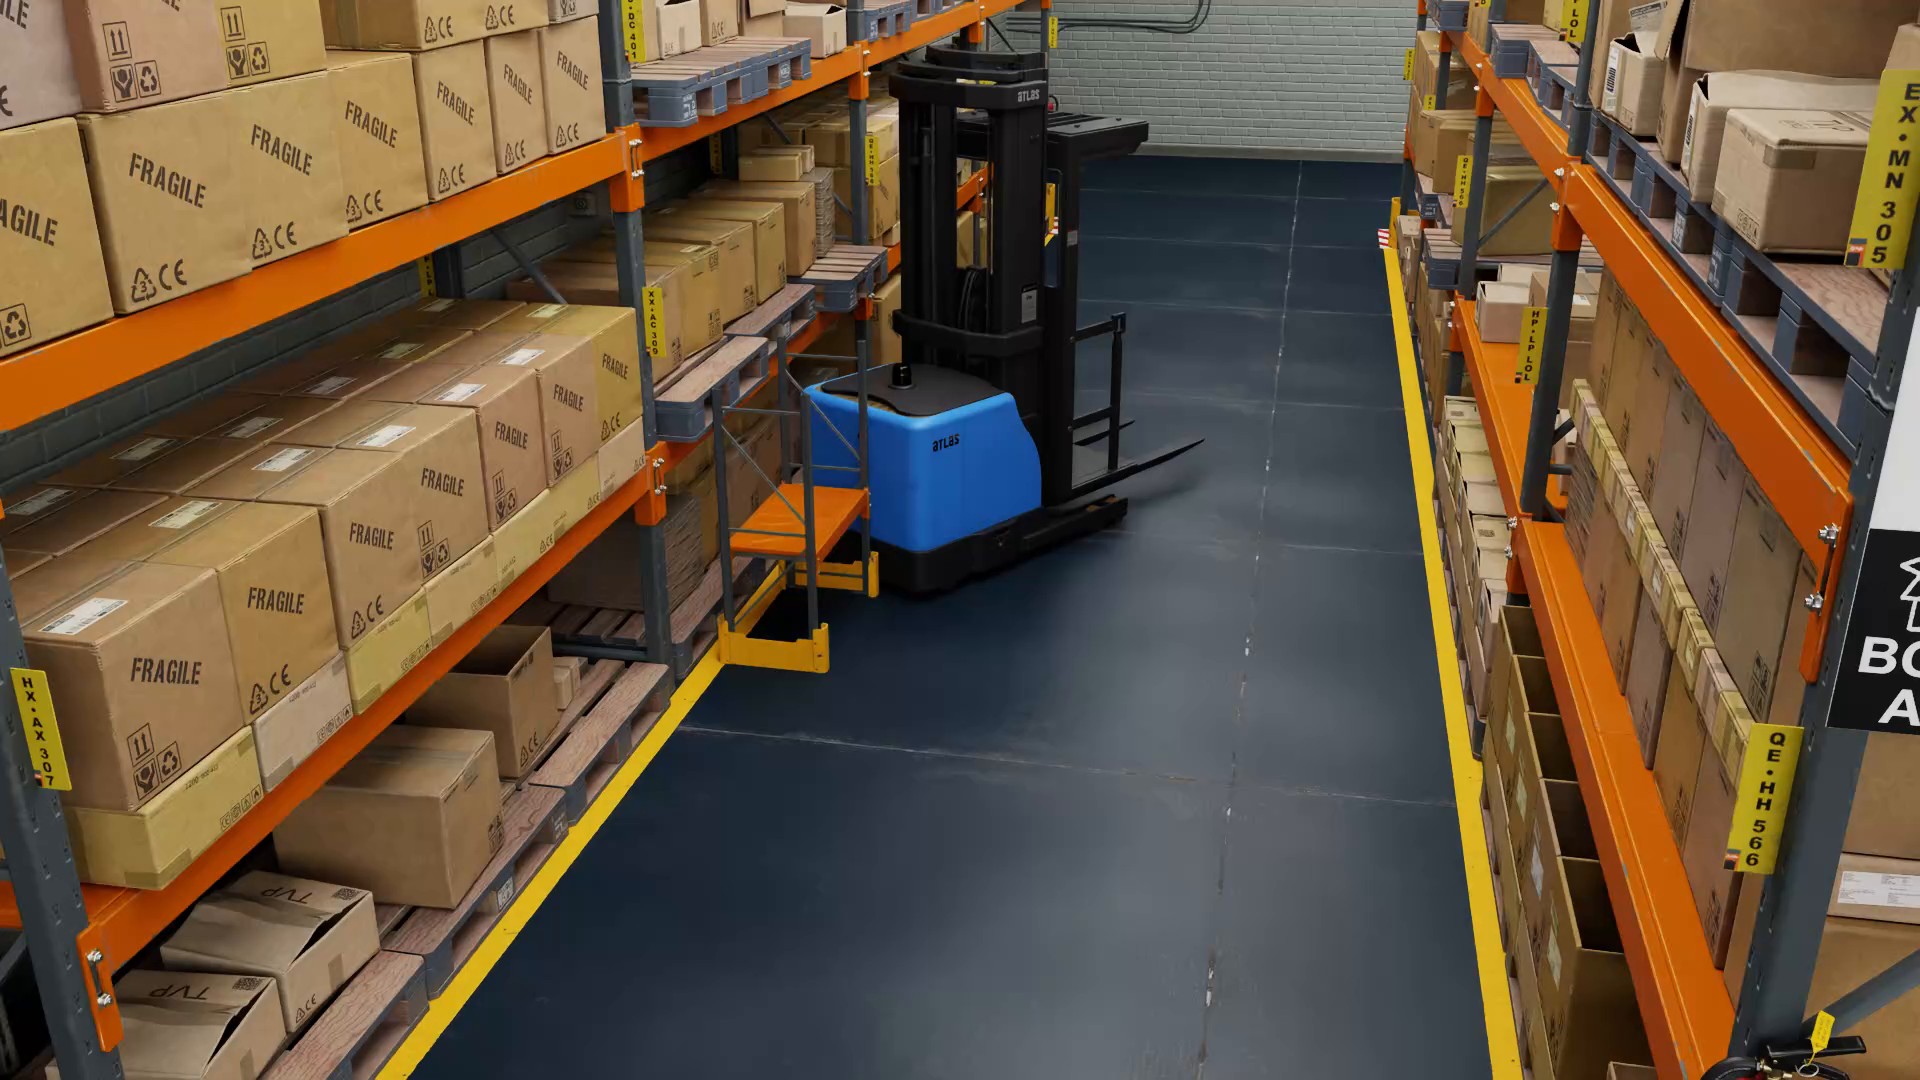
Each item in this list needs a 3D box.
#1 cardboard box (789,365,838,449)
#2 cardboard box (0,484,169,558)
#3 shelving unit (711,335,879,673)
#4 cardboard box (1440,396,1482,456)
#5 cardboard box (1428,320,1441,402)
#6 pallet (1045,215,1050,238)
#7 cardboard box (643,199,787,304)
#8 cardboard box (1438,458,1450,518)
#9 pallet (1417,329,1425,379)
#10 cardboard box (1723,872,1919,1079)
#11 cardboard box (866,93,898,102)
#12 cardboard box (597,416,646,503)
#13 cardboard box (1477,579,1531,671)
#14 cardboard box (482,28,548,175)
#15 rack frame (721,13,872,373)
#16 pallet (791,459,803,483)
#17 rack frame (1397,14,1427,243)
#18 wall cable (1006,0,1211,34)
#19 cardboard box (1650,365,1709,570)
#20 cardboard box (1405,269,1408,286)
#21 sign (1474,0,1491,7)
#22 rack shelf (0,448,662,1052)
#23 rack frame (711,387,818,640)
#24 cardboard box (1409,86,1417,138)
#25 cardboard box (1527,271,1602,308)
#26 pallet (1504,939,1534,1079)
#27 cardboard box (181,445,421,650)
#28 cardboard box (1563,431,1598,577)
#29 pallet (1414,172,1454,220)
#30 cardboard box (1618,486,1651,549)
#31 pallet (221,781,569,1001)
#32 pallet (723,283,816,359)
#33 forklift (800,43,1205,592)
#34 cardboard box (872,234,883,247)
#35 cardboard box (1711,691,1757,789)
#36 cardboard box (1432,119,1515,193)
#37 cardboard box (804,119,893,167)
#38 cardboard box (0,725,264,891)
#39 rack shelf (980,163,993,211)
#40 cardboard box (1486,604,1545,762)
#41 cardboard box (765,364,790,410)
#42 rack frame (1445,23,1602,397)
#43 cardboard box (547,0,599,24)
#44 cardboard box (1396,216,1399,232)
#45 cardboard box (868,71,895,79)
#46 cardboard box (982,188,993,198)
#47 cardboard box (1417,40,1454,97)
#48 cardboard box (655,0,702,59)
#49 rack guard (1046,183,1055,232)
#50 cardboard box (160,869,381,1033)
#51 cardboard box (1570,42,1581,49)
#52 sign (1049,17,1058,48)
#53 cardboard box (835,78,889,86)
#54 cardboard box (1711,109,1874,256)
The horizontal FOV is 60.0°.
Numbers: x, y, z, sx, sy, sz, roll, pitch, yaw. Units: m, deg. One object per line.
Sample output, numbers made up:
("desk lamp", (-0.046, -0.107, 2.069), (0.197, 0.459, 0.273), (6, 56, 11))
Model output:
("cardboard box", (-1.227, -0.882, 11.285), (0.700, 0.500, 0.500), (5, 22, 12))
("cardboard box", (-2.763, 0.162, 5.107), (0.500, 0.500, 0.500), (5, 22, 12))
("shelving unit", (-0.866, -0.222, 8.897), (0.587, 1.500, 1.083), (5, 22, 12))
("cardboard box", (3.325, -0.739, 10.540), (0.500, 0.311, 0.500), (5, 23, 13))
("cardboard box", (3.786, -1.322, 12.378), (0.500, 0.500, 0.500), (4, 22, 9))
("pallet", (0.415, -3.438, 18.609), (1.003, 0.211, 1.213), (4, 22, 11))
("cardboard box", (-1.450, -1.725, 9.899), (0.700, 0.500, 0.500), (4, 22, 11))
("cardboard box", (3.223, -0.295, 10.188), (0.500, 0.250, 0.500), (4, 22, 9))
("pallet", (4.406, -1.597, 14.037), (1.003, 0.211, 1.213), (4, 22, 11))
("cardboard box", (2.194, 0.981, 3.768), (0.700, 0.500, 0.500), (4, 22, 11))
("cardboard box", (-0.481, -3.359, 13.117), (0.500, 0.250, 0.500), (4, 22, 10))
("cardboard box", (-1.747, -0.385, 7.469), (0.500, 0.250, 0.500), (5, 22, 11))
("cardboard box", (2.705, 0.385, 7.750), (0.500, 0.311, 0.500), (4, 22, 11))
("cardboard box", (-1.924, -1.701, 6.387), (0.500, 0.500, 0.500), (3, 22, 6))
("rack frame", (-1.131, -2.105, 11.564), (1.000, 3.000, 0.127), (4, 22, 11))
("pallet", (-1.292, -0.525, 11.376), (1.003, 0.211, 1.213), (4, 22, 11))
("rack frame", (5.351, -4.654, 17.895), (1.000, 3.000, 0.127), (4, 22, 11))
("wall cable", (2.005, -8.414, 23.357), (3.097, 2.526, 0.112), (4, 22, 11))
("cardboard box", (2.511, -0.200, 4.965), (0.700, 0.500, 0.500), (4, 22, 11))
("cardboard box", (4.391, -2.445, 15.636), (0.380, 0.149, 0.250), (4, 22, 11))
("sign", (3.188, -3.402, 10.077), (0.100, 0.325, 0.005), (4, 22, 11))
("rack shelf", (-2.356, 0.423, 6.250), (1.077, 0.370, 4.000), (4, 22, 11))
("rack frame", (-0.978, -0.033, 8.428), (0.500, 1.500, 0.032), (5, 22, 12))
("cardboard box", (4.903, -4.369, 17.053), (0.500, 0.500, 0.500), (4, 22, 10))
("cardboard box", (3.392, -1.160, 9.084), (0.500, 0.500, 0.500), (3, 22, 8))
("pallet", (2.453, 1.763, 5.693), (1.003, 0.211, 1.213), (4, 22, 11))
("cardboard box", (-2.150, 0.013, 5.475), (0.500, 0.500, 0.500), (4, 22, 9))
("cardboard box", (2.818, -0.149, 6.575), (0.700, 0.500, 0.500), (4, 22, 10))
("pallet", (4.265, -2.818, 13.593), (1.003, 0.211, 1.213), (4, 22, 11))
("cardboard box", (2.399, -0.058, 5.479), (0.380, 0.149, 0.250), (4, 22, 9))
("pallet", (-2.297, 1.348, 6.725), (1.003, 0.211, 1.213), (4, 22, 11))
("pallet", (-1.495, -1.289, 9.795), (1.003, 0.211, 1.213), (4, 22, 11))
("forklift", (0.424, -1.530, 10.229), (1.130, 2.935, 3.031), (19, 29, 39))
("cardboard box", (-0.777, -2.192, 12.090), (0.380, 0.149, 0.250), (5, 22, 12))
("cardboard box", (2.082, 0.507, 4.079), (0.380, 0.149, 0.250), (4, 22, 10))
("cardboard box", (4.141, -3.020, 13.141), (0.700, 0.500, 0.500), (8, 23, 19))
("cardboard box", (-0.780, -2.803, 11.736), (0.500, 0.250, 0.500), (5, 22, 12))
("cardboard box", (-2.353, 0.727, 4.707), (0.500, 0.250, 0.500), (4, 22, 9))
("rack shelf", (0.093, -3.965, 17.147), (1.077, 0.370, 4.000), (4, 22, 11))
("cardboard box", (2.502, 0.613, 6.931), (0.500, 0.500, 0.500), (4, 22, 11))
("cardboard box", (-1.405, -1.026, 10.639), (0.500, 0.250, 0.500), (5, 22, 12))
("rack frame", (3.719, -1.728, 10.630), (1.000, 3.000, 0.127), (4, 22, 11))
("cardboard box", (-1.784, -2.349, 6.656), (0.500, 0.500, 0.500), (3, 22, 6))
("cardboard box", (4.929, -3.409, 18.030), (0.380, 0.149, 0.250), (4, 22, 11))
("cardboard box", (-0.664, -3.961, 14.610), (0.500, 0.250, 0.500), (5, 23, 13))
("cardboard box", (0.293, -3.472, 16.874), (0.380, 0.149, 0.250), (4, 22, 9))
("cardboard box", (4.796, -4.648, 16.406), (0.500, 0.500, 0.500), (5, 22, 12))
("cardboard box", (-1.632, -2.606, 8.350), (0.500, 0.311, 0.500), (5, 23, 13))
("rack guard", (0.506, -3.880, 19.318), (1.175, 0.500, 0.348), (4, 22, 11))
("cardboard box", (-2.418, 1.410, 5.849), (0.500, 0.311, 0.500), (6, 23, 15))
("cardboard box", (3.464, -2.673, 8.600), (0.500, 0.250, 0.500), (4, 22, 10))
("sign", (1.029, -5.631, 18.453), (0.100, 0.325, 0.005), (4, 22, 11))
("cardboard box", (-0.764, -3.769, 14.134), (0.500, 0.250, 0.500), (5, 22, 12))
("cardboard box", (2.063, -0.825, 3.824), (0.500, 0.250, 0.500), (4, 22, 11))
